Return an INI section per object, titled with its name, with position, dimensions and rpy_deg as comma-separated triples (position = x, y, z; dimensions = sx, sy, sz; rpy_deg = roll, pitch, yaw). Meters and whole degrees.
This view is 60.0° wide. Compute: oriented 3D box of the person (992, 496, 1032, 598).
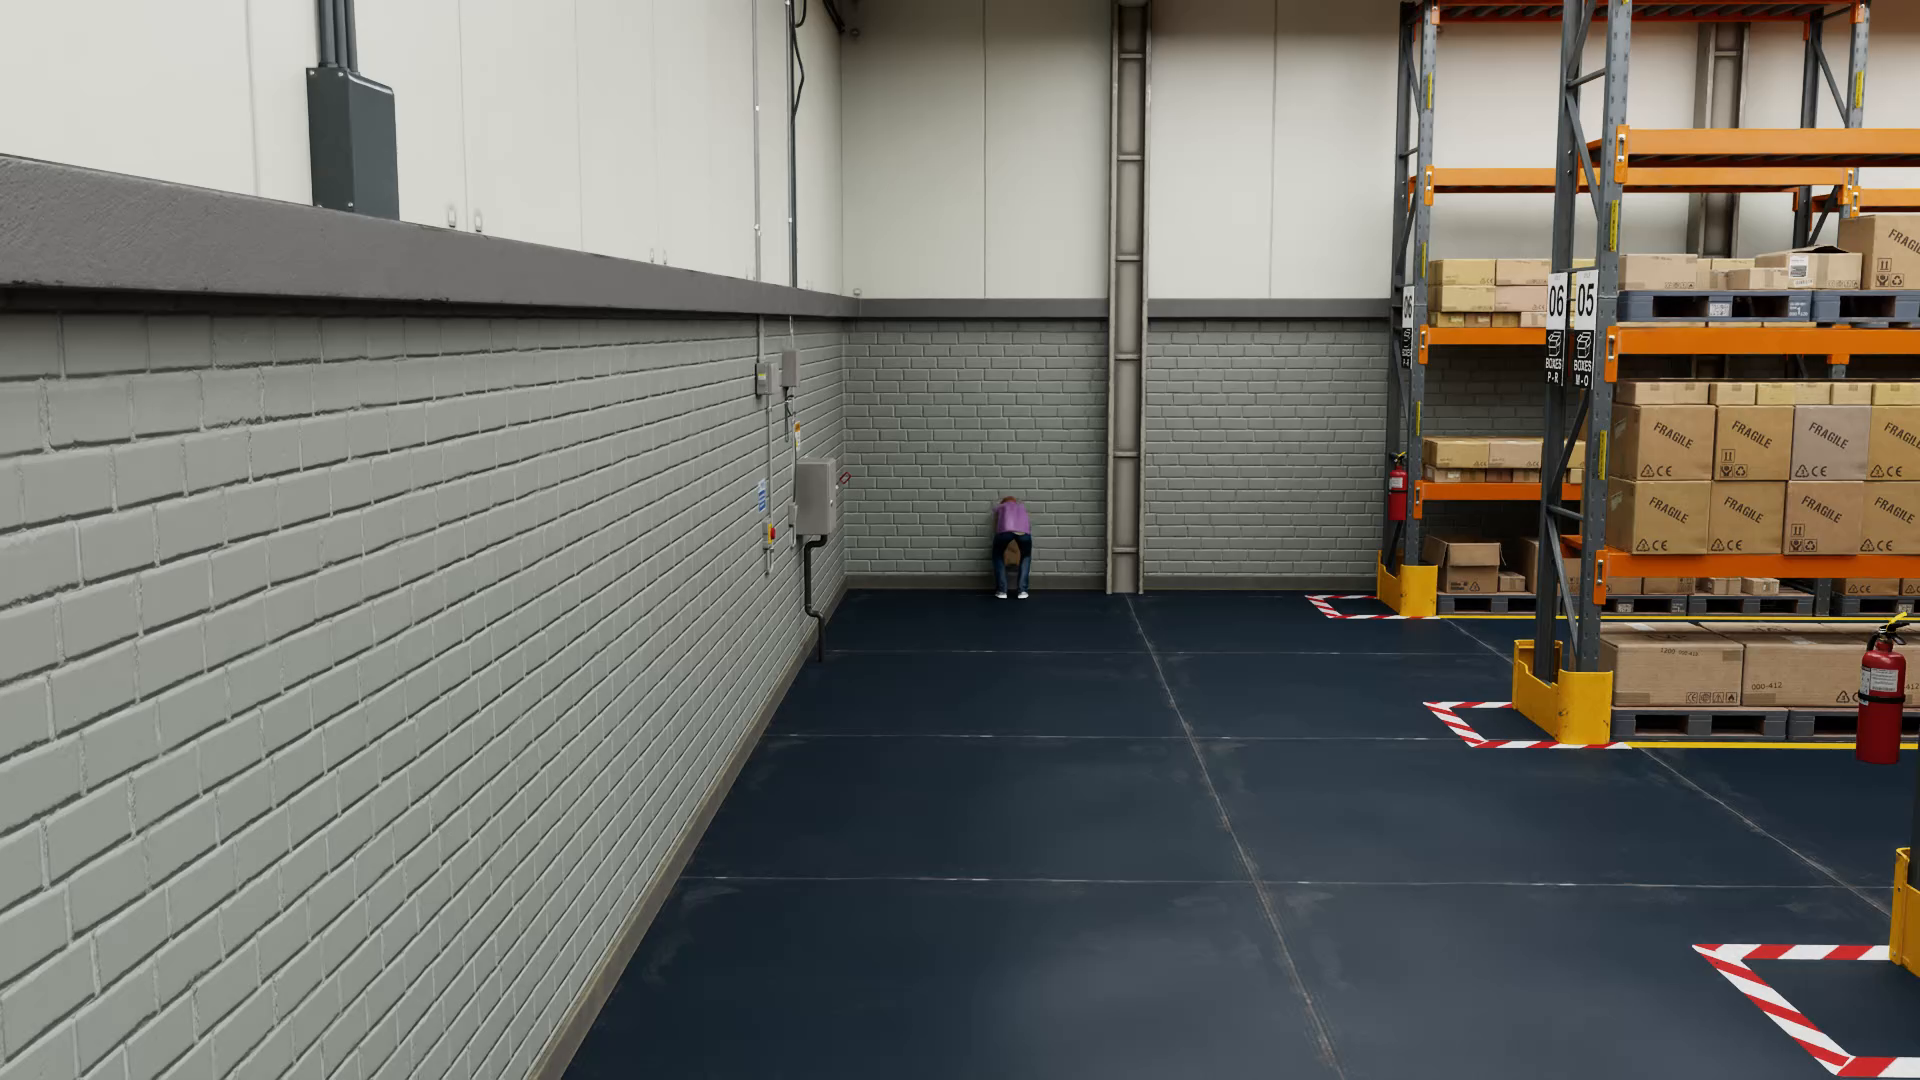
[person]
position = 0.540, 0.081, 17.453
dimensions = 0.416, 1.017, 0.857
rpy_deg = 0, 7, -2
